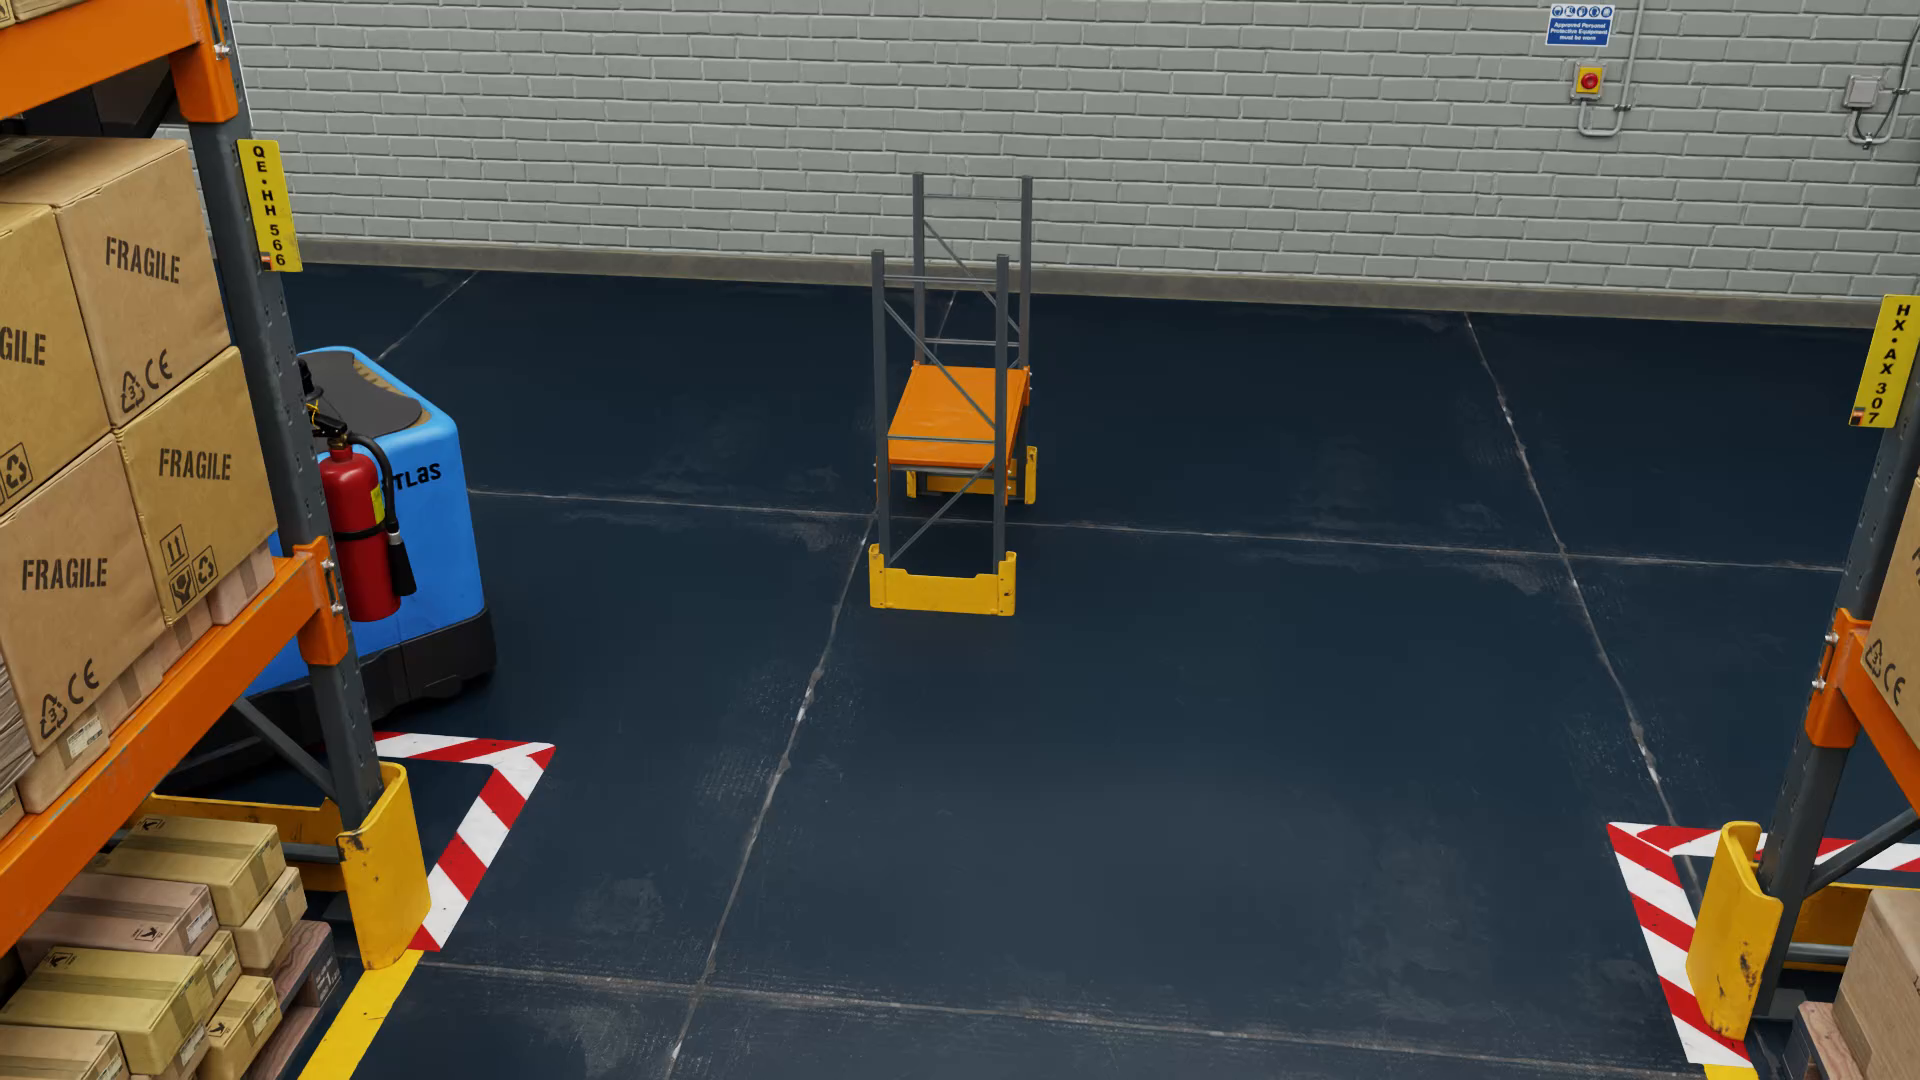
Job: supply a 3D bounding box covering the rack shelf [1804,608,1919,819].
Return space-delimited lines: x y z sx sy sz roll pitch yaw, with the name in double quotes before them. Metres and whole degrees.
"rack shelf" 2.459 1.298 2.437 1.077 0.370 4.000 3 28 6

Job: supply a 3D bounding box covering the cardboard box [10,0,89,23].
"cardboard box" -2.014 -1.226 3.358 0.500 0.250 0.500 3 28 5

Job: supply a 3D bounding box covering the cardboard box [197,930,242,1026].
"cardboard box" -2.088 1.123 4.251 0.380 0.149 0.250 3 28 5

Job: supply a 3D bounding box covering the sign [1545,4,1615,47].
"sign" 3.332 -2.767 8.938 0.327 0.218 0.001 3 28 6

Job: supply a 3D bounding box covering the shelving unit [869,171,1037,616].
"shelving unit" -0.009 -0.624 6.828 0.587 1.500 1.083 3 28 6

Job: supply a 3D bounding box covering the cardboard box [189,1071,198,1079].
"cardboard box" -2.127 1.376 4.097 0.380 0.149 0.250 3 28 6

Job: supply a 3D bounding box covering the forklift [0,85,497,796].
"forklift" -3.195 -0.489 5.068 3.031 2.935 1.130 -22 35 -34

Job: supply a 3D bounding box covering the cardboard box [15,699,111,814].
"cardboard box" -2.072 0.435 3.545 0.380 0.149 0.250 4 29 8

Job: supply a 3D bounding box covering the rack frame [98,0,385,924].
"rack frame" -2.221 -0.201 4.460 1.000 3.000 0.127 3 28 6

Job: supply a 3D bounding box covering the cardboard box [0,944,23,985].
"cardboard box" -2.537 0.971 4.220 0.380 0.149 0.250 4 29 7

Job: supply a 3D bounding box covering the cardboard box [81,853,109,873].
"cardboard box" -2.540 0.970 4.536 0.380 0.149 0.250 5 29 8

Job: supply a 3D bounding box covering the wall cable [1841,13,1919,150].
"wall cable" 4.781 -2.987 8.560 0.588 1.984 0.122 3 28 6

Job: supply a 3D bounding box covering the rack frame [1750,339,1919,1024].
"rack frame" 2.704 0.039 4.014 1.000 3.000 0.127 3 28 6

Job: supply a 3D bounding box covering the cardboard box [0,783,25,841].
"cardboard box" -2.133 0.557 3.318 0.380 0.149 0.250 2 28 4

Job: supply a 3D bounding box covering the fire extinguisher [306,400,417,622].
"fire extinguisher" -1.732 -0.094 4.737 0.296 0.674 0.183 3 28 6

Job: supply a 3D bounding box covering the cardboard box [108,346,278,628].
"cardboard box" -2.020 -0.149 3.945 0.500 0.500 0.500 4 29 7

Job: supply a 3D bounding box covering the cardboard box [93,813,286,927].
"cardboard box" -2.034 0.871 4.406 0.380 0.149 0.250 4 29 7

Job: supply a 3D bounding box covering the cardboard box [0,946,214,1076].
"cardboard box" -2.028 1.116 3.952 0.380 0.149 0.250 3 28 5

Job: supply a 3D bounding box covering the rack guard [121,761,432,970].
"rack guard" -2.230 0.935 4.986 1.175 0.500 0.348 3 28 6

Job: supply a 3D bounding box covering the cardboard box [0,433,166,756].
"cardboard box" -2.089 0.093 3.496 0.500 0.500 0.500 3 28 5

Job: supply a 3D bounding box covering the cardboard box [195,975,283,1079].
"cardboard box" -2.009 1.256 4.318 0.380 0.149 0.250 4 29 8

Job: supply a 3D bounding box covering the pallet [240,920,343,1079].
"pallet" -2.365 1.443 4.349 1.003 0.211 1.213 3 28 6

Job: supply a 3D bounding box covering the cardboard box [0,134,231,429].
"cardboard box" -2.030 -0.586 3.702 0.500 0.500 0.500 3 28 5

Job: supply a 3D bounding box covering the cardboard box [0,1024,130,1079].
"cardboard box" -2.122 1.234 3.733 0.380 0.149 0.250 2 28 4

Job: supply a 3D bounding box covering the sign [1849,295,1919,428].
"sign" 2.154 -0.412 3.855 0.100 0.325 0.005 3 28 6

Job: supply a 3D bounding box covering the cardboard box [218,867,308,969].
"cardboard box" -2.002 1.004 4.474 0.380 0.149 0.250 3 28 5

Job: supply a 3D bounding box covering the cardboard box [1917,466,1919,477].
"cardboard box" 2.363 -0.235 3.365 0.500 0.500 0.500 3 28 5

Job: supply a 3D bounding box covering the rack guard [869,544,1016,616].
"rack guard" -0.070 0.160 6.689 0.587 0.250 0.087 3 28 6

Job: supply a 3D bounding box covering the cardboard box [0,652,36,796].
"cardboard box" -2.141 0.332 3.052 0.500 0.500 0.500 3 29 6

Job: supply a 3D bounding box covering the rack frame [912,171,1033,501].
"rack frame" 0.052 -0.859 7.264 0.500 1.500 0.032 3 28 6

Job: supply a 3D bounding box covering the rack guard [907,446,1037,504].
"rack guard" 0.052 -0.309 7.559 0.587 0.250 0.087 3 28 6

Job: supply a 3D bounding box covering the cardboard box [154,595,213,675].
"cardboard box" -2.048 0.195 3.991 0.380 0.149 0.250 3 28 6

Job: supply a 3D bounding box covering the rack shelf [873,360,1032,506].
"rack shelf" -0.010 -0.462 6.905 0.538 0.185 1.000 3 28 6

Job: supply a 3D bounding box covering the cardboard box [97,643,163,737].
"cardboard box" -2.064 0.314 3.770 0.380 0.149 0.250 3 28 6

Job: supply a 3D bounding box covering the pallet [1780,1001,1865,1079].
"pallet" 2.684 1.648 3.969 1.003 0.211 1.213 3 28 6

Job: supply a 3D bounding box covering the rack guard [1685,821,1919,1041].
"rack guard" 2.707 1.129 4.628 1.175 0.500 0.348 3 28 6

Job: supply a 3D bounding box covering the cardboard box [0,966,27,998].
"cardboard box" -2.629 1.096 4.303 0.380 0.149 0.250 3 28 6

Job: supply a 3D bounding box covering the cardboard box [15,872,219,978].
"cardboard box" -2.122 0.986 4.192 0.380 0.149 0.250 4 29 7

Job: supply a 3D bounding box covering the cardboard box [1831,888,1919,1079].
"cardboard box" 2.723 1.299 3.935 0.875 0.438 0.875 2 28 4

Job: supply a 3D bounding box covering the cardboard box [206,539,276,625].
"cardboard box" -1.980 0.080 4.204 0.380 0.149 0.250 3 28 6

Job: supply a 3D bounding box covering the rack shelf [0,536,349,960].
"rack shelf" -2.466 1.057 2.883 1.077 0.370 4.000 3 28 6

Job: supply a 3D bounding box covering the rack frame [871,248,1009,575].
"rack frame" -0.073 -0.381 6.376 0.500 1.500 0.032 3 28 6

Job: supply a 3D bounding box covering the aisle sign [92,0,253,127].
"aisle sign" -1.914 -1.362 3.875 0.394 0.787 0.004 3 28 6

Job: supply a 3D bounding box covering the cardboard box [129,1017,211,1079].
"cardboard box" -2.064 1.248 4.020 0.380 0.149 0.250 2 28 4

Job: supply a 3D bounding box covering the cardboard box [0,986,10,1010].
"cardboard box" -2.571 1.216 4.079 0.380 0.149 0.250 4 29 7

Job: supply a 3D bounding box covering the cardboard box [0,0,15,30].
"cardboard box" -2.069 -0.985 2.912 0.500 0.250 0.500 3 28 6

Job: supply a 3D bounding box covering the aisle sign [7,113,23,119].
"aisle sign" -2.509 -1.397 3.940 0.394 0.787 0.004 3 28 6

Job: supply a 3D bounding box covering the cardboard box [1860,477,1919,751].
"cardboard box" 2.361 0.205 3.602 0.500 0.500 0.500 3 28 6

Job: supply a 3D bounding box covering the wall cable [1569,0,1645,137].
"wall cable" 3.372 -3.077 8.695 0.585 1.953 0.123 3 28 6

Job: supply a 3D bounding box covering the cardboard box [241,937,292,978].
"cardboard box" -2.078 1.129 4.554 0.380 0.149 0.250 4 29 7

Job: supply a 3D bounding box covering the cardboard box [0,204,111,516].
"cardboard box" -2.092 -0.348 3.259 0.500 0.500 0.500 2 28 4

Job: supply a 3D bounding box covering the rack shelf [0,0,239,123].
"rack shelf" -2.466 -0.263 2.172 1.077 0.370 4.000 3 28 6

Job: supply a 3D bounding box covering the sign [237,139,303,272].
"sign" -1.672 -0.808 4.033 0.100 0.325 0.005 3 28 6
